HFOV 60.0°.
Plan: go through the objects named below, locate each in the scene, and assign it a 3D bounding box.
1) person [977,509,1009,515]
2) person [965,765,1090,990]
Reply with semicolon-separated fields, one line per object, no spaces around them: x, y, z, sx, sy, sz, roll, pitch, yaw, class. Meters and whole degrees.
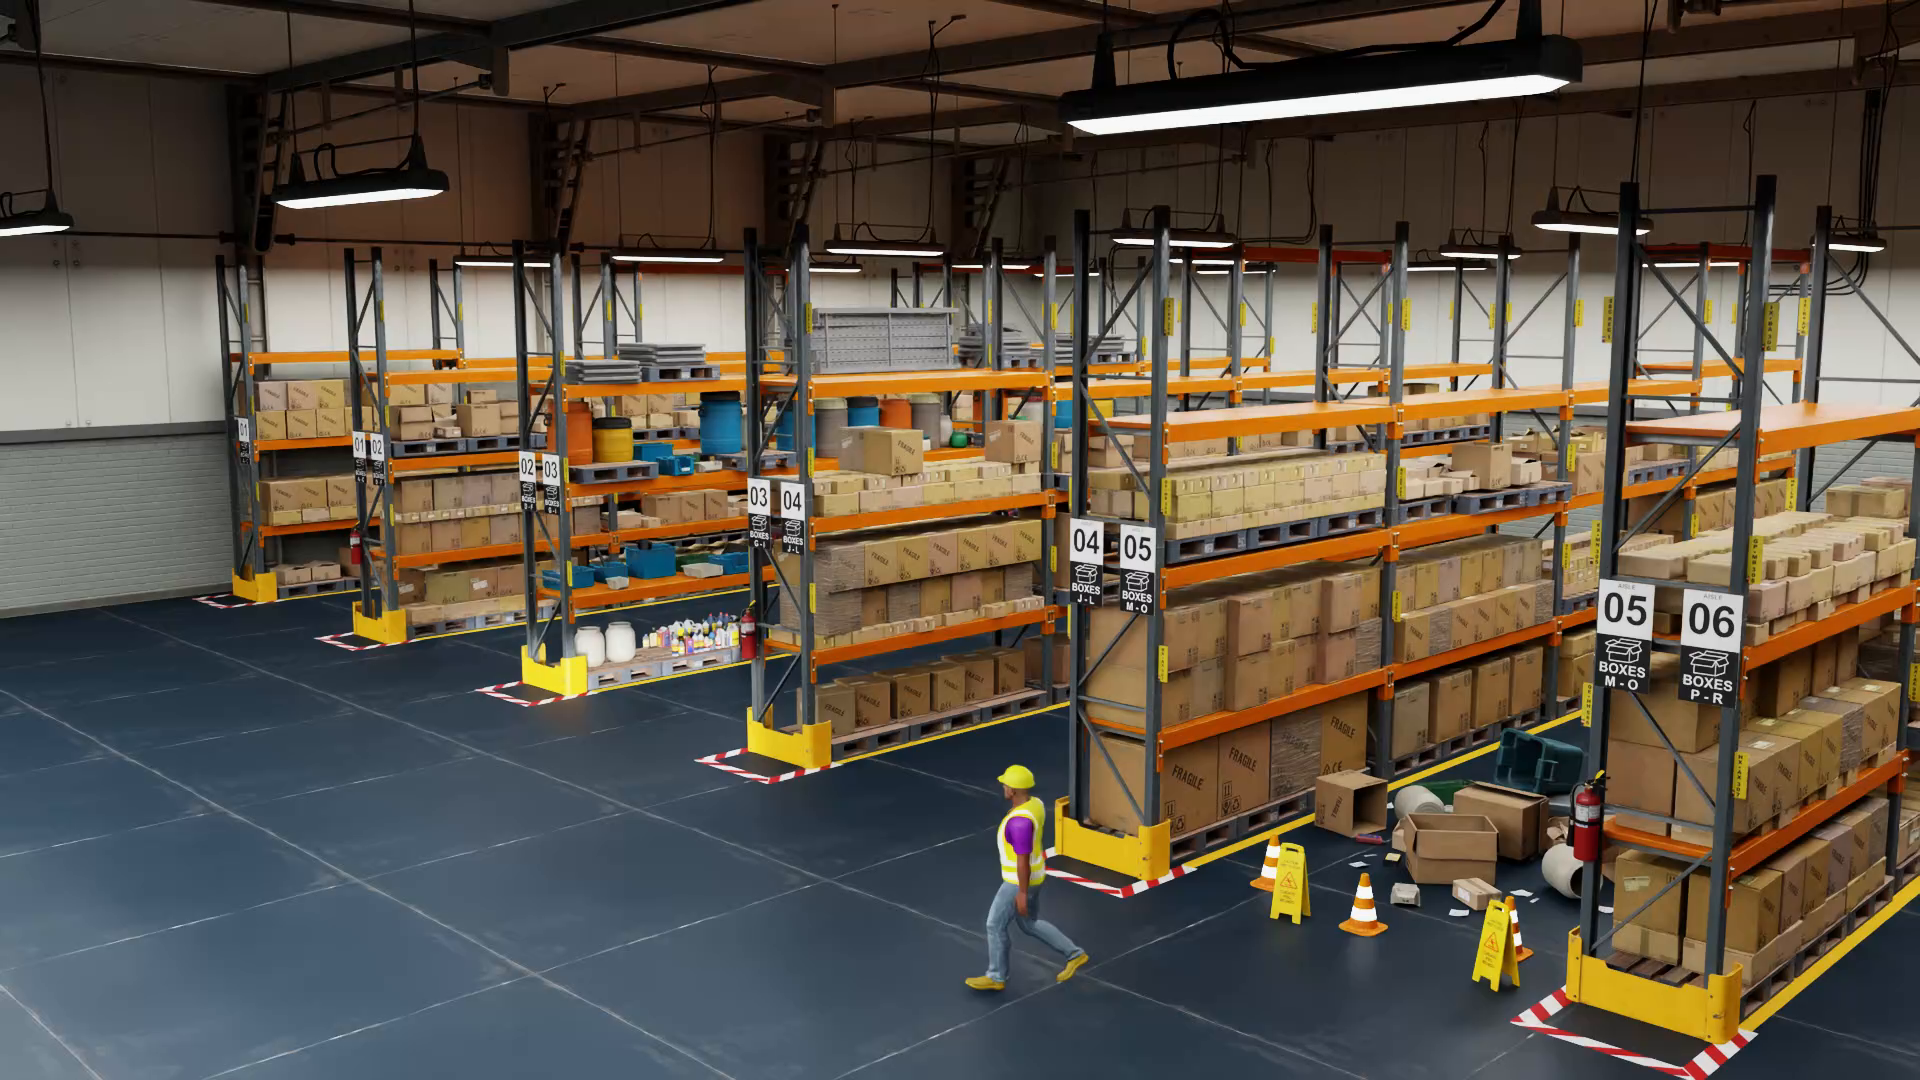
0.673;-0.404;33.543;0.715;1.659;0.695;-6;10;-36;person
0.515;2.538;12.514;0.928;1.729;0.615;1;8;9;person
